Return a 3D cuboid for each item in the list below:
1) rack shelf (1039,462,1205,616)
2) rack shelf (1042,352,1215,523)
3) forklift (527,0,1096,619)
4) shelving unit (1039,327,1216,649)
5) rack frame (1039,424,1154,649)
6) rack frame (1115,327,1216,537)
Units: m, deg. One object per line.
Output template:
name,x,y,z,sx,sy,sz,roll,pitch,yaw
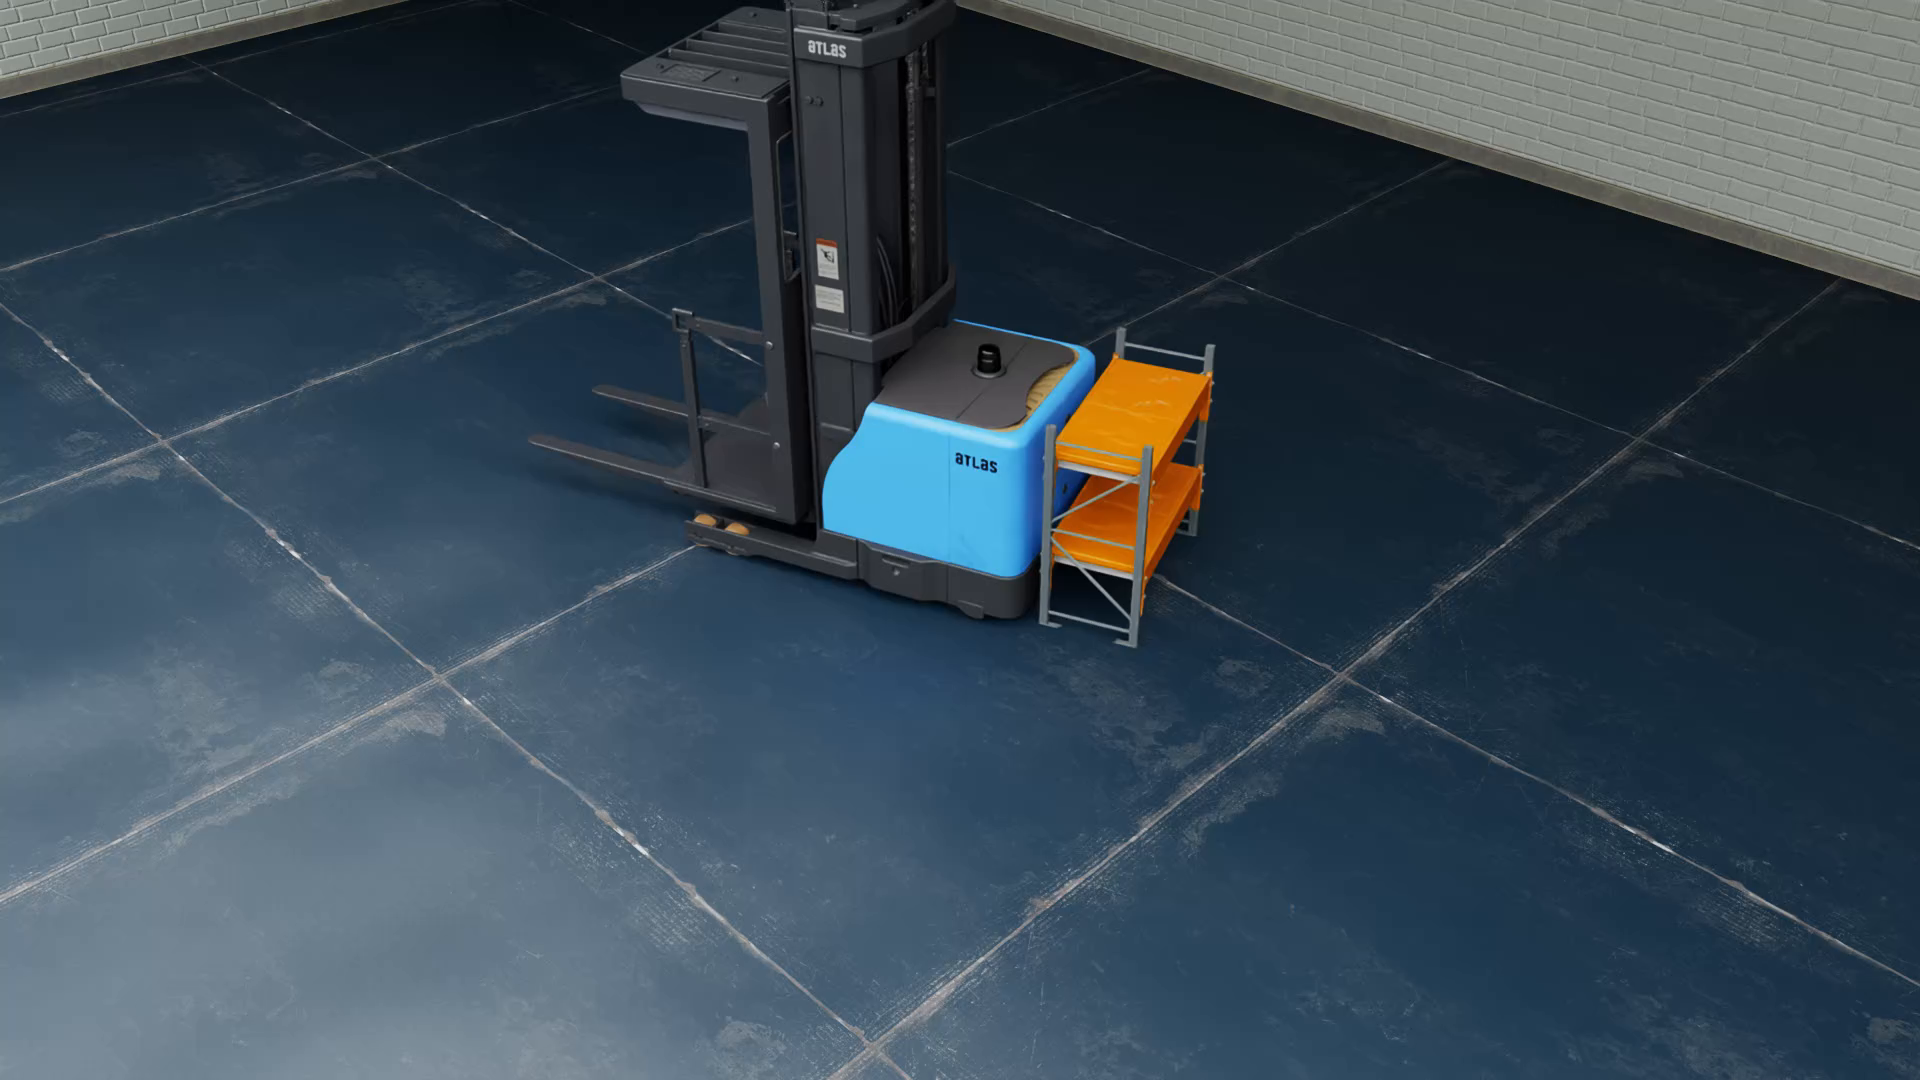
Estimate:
rack shelf,0.819,-0.070,8.285,0.538,0.278,1.000,13,37,18
rack shelf,0.819,-0.511,7.978,0.538,0.278,1.000,13,37,18
forklift,-0.873,-1.377,8.154,3.031,2.935,1.130,15,38,20
shelving unit,0.819,-0.271,8.146,0.538,1.125,1.048,13,37,18
rack frame,0.623,-0.003,7.761,0.500,1.125,0.032,13,37,18
rack frame,1.016,-0.539,8.530,0.500,1.125,0.032,13,37,18
